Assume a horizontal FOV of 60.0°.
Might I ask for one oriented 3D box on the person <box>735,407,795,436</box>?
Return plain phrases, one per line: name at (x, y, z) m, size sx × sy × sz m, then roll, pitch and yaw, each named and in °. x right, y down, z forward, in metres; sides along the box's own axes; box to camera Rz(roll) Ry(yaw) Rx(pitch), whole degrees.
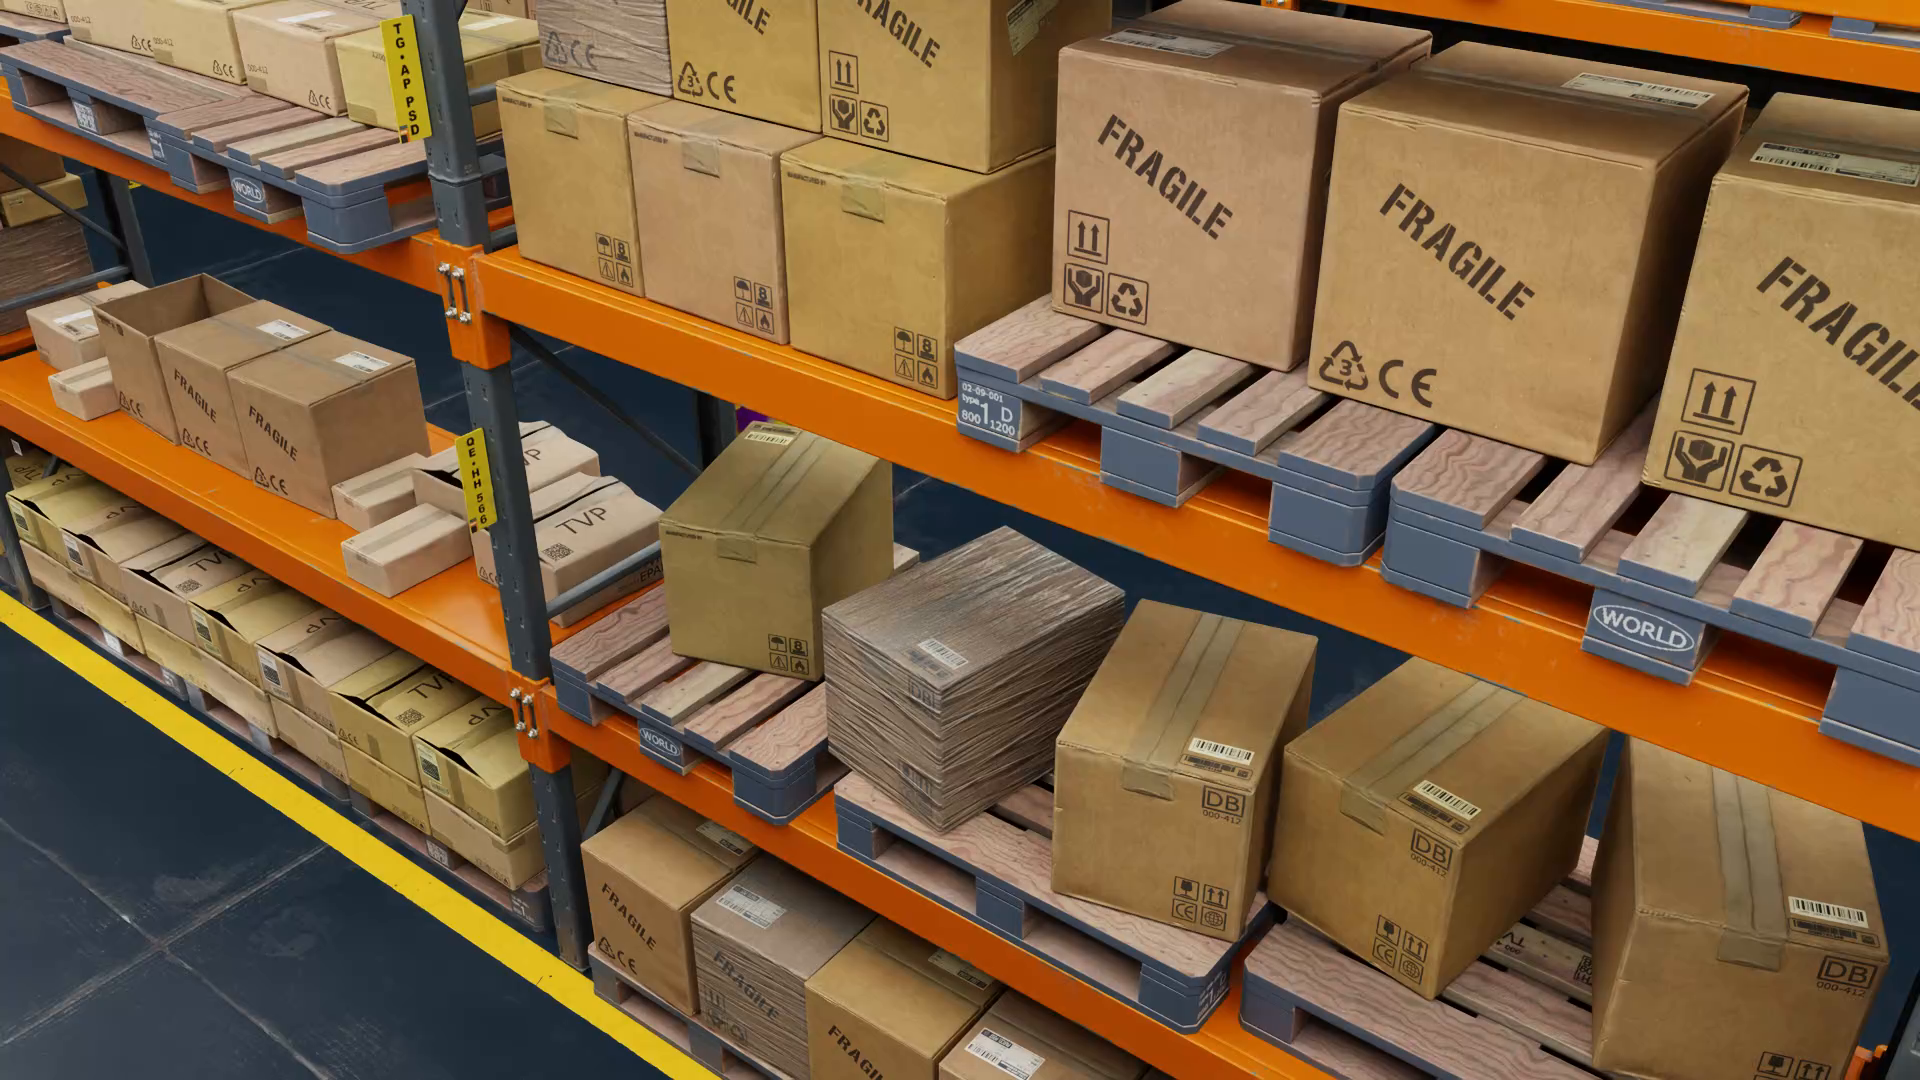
person at (-0.992, -0.369, 7.712) m, size 0.793 × 1.753 × 0.624 m, roll 18°, pitch 35°, yaw 27°
